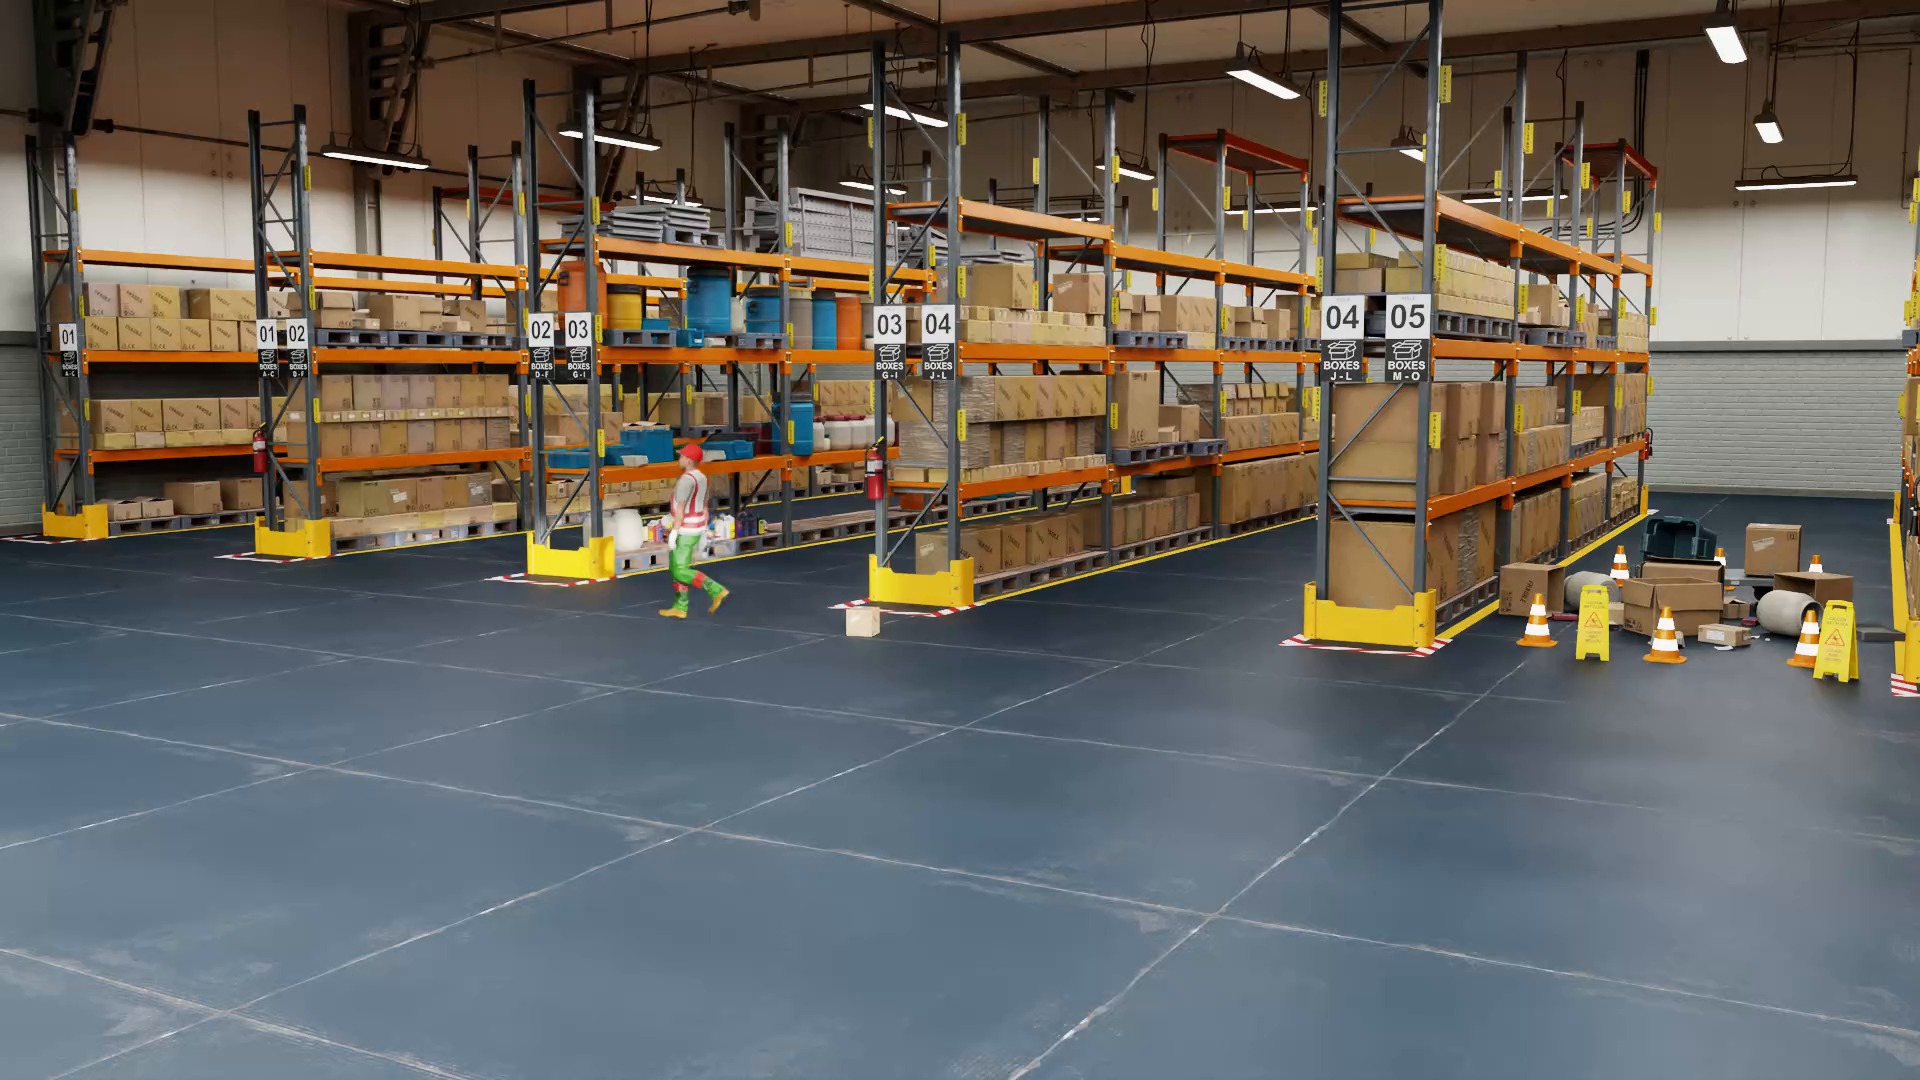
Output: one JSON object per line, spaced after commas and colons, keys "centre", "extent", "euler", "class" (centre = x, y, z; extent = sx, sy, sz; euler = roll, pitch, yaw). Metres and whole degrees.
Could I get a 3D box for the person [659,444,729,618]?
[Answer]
{"centre": [-2.682, -0.082, 16.674], "extent": [0.811, 1.762, 0.529], "euler": [1, 6, 12], "class": "person"}
